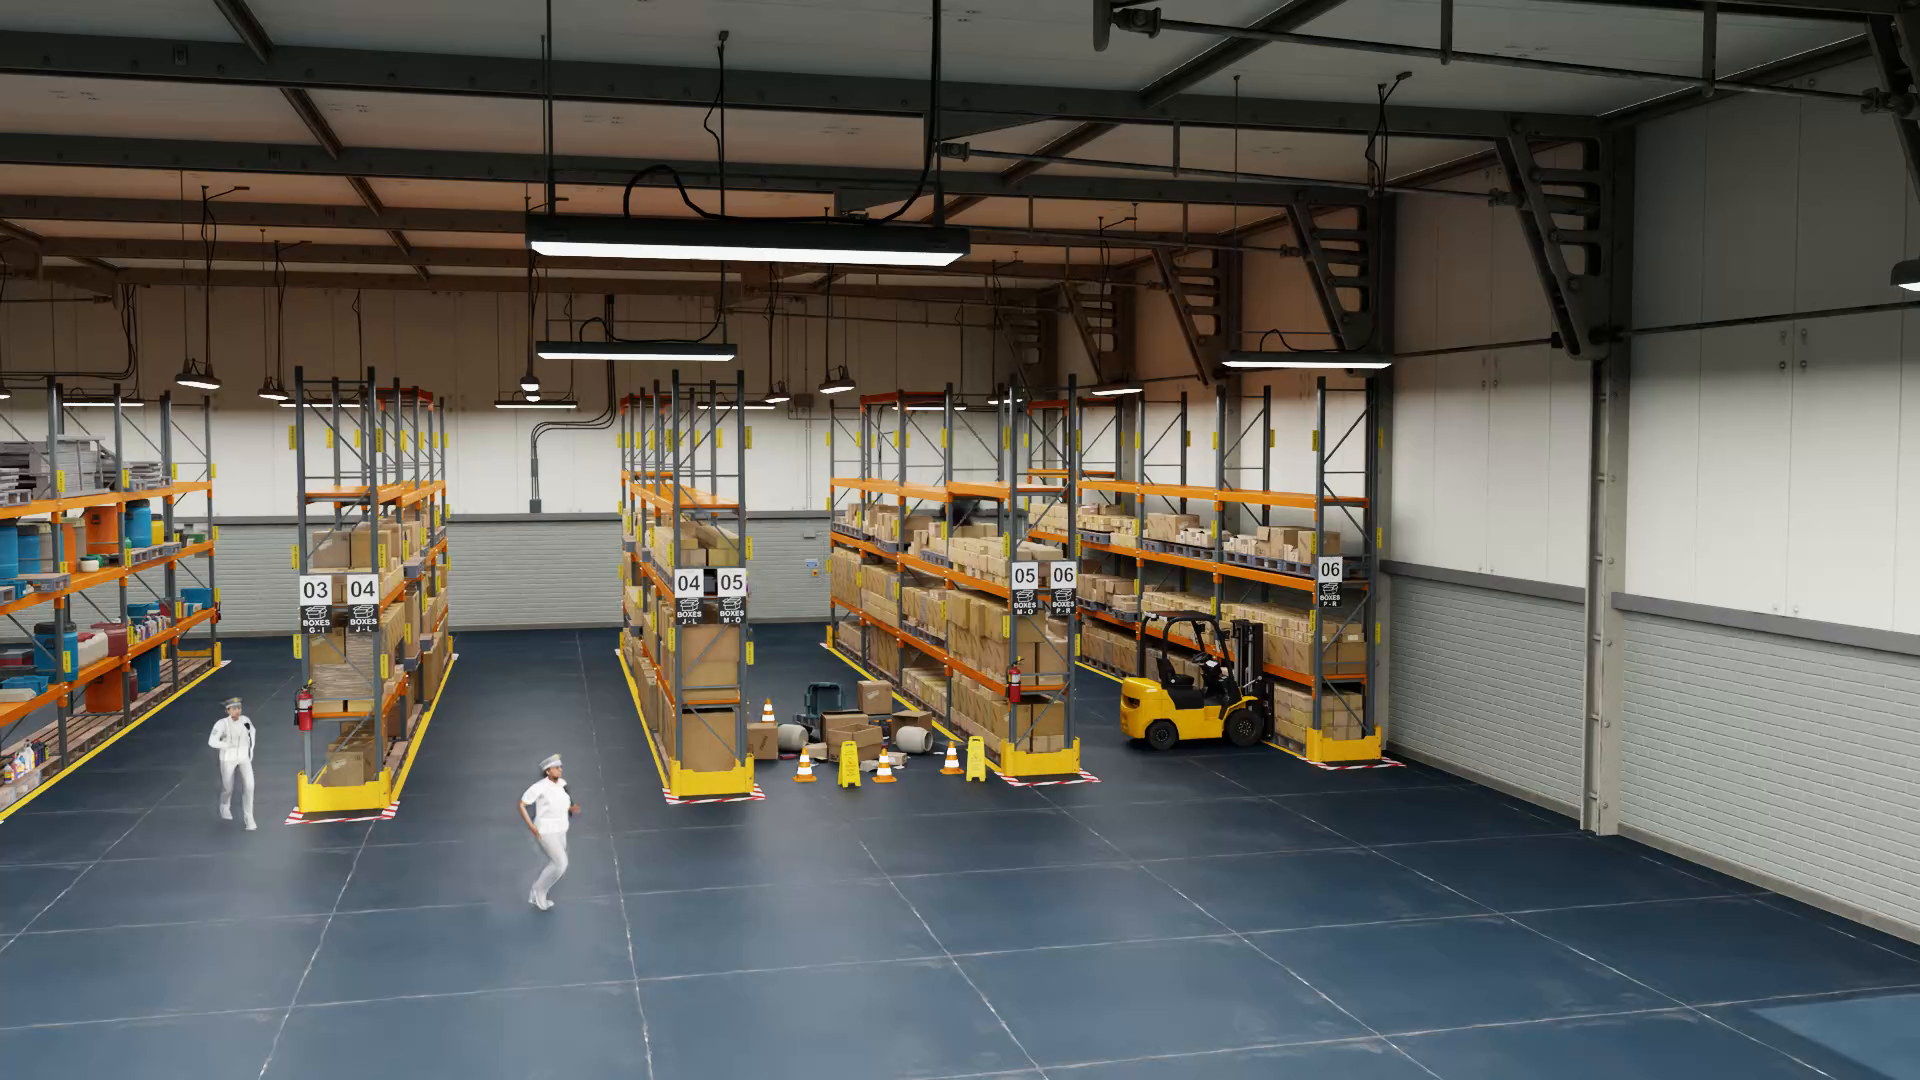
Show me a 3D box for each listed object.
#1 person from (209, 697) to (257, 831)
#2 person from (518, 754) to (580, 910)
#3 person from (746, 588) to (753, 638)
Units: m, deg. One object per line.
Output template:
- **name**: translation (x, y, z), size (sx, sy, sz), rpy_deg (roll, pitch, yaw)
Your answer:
- **person**: translation (-9.423, 2.881, 21.586), size (0.638, 1.724, 0.863), rpy_deg (-3, 4, -40)
- **person**: translation (-4.341, 3.106, 17.721), size (0.638, 1.663, 0.574), rpy_deg (2, 4, 26)
- **person**: translation (-5.549, 1.659, 40.929), size (0.972, 1.765, 0.699), rpy_deg (-2, 4, -25)
